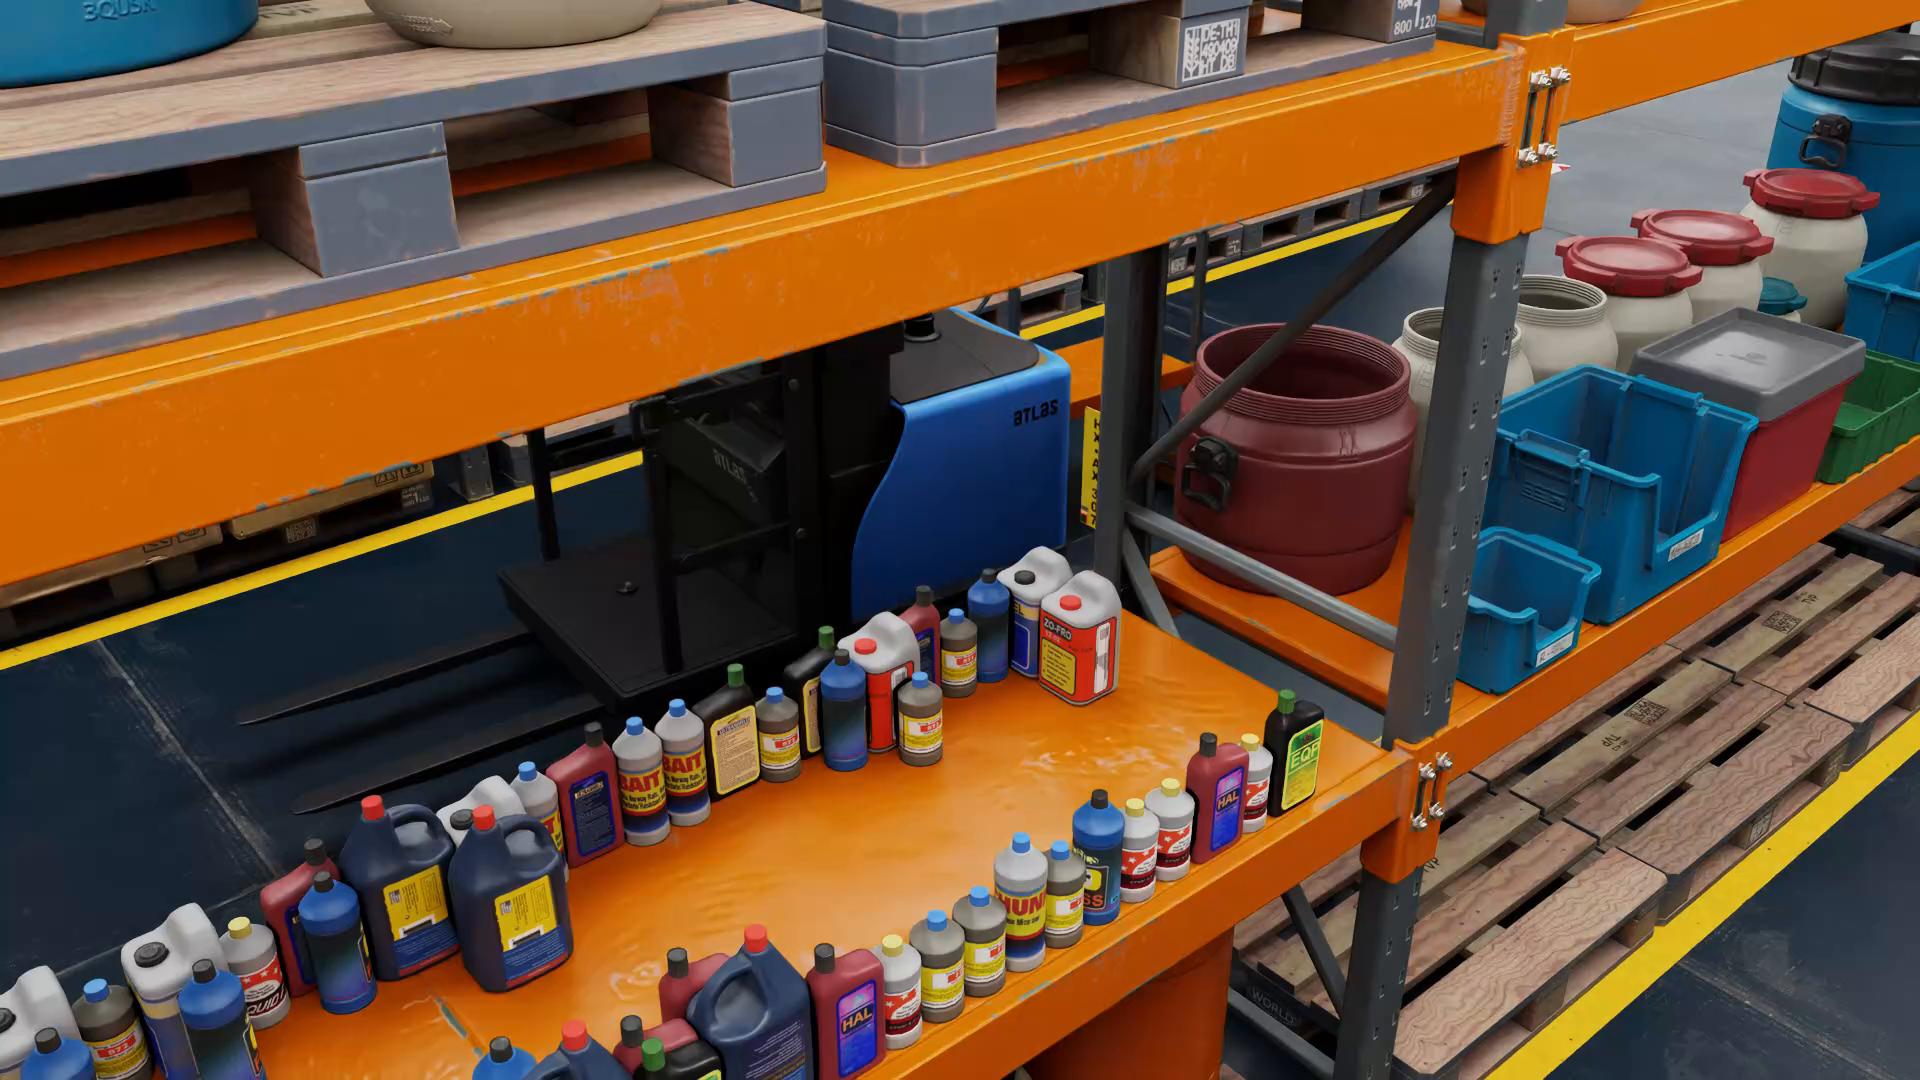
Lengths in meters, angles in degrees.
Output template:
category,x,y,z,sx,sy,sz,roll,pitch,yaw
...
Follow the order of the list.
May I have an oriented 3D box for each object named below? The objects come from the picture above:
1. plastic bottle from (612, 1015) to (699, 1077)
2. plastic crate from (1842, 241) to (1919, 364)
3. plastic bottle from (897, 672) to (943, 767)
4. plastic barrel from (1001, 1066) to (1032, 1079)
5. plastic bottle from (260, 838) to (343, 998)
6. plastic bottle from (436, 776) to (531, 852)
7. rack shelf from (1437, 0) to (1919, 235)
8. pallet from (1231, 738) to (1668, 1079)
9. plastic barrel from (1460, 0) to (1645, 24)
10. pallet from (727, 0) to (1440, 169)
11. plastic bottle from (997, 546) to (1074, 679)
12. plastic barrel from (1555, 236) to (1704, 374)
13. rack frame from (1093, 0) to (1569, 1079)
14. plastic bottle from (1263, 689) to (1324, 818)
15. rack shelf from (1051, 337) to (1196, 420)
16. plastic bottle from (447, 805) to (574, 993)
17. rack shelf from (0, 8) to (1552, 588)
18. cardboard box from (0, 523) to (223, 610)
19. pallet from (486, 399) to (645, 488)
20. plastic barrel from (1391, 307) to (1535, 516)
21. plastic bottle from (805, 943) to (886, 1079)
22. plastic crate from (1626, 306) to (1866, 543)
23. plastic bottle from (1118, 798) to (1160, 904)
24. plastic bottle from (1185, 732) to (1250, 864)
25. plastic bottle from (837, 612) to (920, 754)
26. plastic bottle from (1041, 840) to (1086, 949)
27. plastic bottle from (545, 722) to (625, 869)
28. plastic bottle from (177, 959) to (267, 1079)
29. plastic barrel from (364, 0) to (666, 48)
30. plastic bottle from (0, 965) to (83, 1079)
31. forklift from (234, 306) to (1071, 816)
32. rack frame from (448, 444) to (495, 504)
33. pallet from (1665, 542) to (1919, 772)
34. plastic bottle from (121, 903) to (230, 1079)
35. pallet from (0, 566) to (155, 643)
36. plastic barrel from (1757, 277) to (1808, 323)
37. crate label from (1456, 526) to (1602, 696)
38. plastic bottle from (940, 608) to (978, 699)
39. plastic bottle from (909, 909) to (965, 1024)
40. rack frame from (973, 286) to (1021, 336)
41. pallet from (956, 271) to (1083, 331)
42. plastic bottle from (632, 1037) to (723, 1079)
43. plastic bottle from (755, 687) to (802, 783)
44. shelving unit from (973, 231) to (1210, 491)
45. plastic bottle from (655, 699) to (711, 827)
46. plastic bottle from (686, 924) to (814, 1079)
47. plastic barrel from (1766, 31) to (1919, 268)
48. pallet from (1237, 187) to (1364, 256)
category,x,y,z,sx,sy,sz,roll,pitch,yaw
plastic bottle,-0.471,0.846,2.609,0.133,0.283,0.061,-22,35,-35
plastic crate,3.116,-0.675,5.348,0.575,0.384,0.392,-22,35,-35
plastic bottle,-0.085,0.377,3.573,0.097,0.201,0.097,0,28,0
plastic barrel,-0.022,1.365,3.708,0.421,0.512,0.421,0,28,0
plastic bottle,-1.156,0.666,2.946,0.133,0.283,0.061,-22,35,-35
plastic bottle,-0.884,0.588,3.099,0.135,0.276,0.152,-22,35,-35
rack shelf,2.232,-1.525,4.502,4.000,0.370,1.077,-22,35,-35
pallet,1.325,1.099,4.969,1.213,0.211,1.003,-22,35,-35
plastic barrel,1.146,-1.265,3.134,0.421,0.512,0.421,0,28,0
pallet,0.065,-0.948,2.860,1.213,0.211,1.003,-22,35,-35
plastic bottle,0.171,0.163,3.893,0.135,0.276,0.152,-22,35,-35
plastic barrel,1.996,-0.620,5.084,0.433,0.535,0.433,0,28,0
rack frame,0.710,0.092,3.895,0.127,3.000,1.000,-22,35,-35
plastic bottle,0.680,0.420,3.405,0.133,0.283,0.061,-22,35,-35
rack shelf,0.488,-0.657,7.269,1.000,0.185,0.538,-19,34,-32
plastic bottle,-0.807,0.616,2.968,0.185,0.351,0.144,-22,35,-35
rack shelf,-0.811,-0.302,2.213,4.000,0.370,1.077,-22,35,-35
cardboard box,-3.726,-0.458,6.734,0.875,0.875,1.225,-22,35,-35
pallet,-1.909,-0.692,8.322,1.213,0.211,1.003,-22,35,-35
plastic barrel,1.354,-0.348,4.601,0.421,0.512,0.421,0,28,0
plastic bottle,-0.190,0.770,2.750,0.133,0.283,0.061,-22,35,-35
plastic crate,2.138,-0.321,4.599,0.583,0.464,0.402,-22,35,-35
plastic bottle,0.330,0.586,3.182,0.097,0.201,0.097,0,28,0
plastic bottle,0.504,0.491,3.272,0.133,0.283,0.061,-22,35,-35
plastic bottle,-0.180,0.305,3.628,0.135,0.276,0.152,-22,35,-35
plastic bottle,0.182,0.645,3.071,0.097,0.201,0.097,0,28,0
plastic bottle,-0.737,0.497,3.261,0.133,0.283,0.061,-22,35,-35
plastic bottle,-1.207,0.797,2.712,0.097,0.271,0.097,0,28,0
plastic barrel,-0.540,-0.879,1.941,0.433,0.535,0.433,0,28,0
plastic bottle,-1.479,0.827,2.652,0.135,0.276,0.152,-22,35,-35
forklift,-1.054,-0.791,5.620,3.031,2.935,1.130,-19,34,-32
rack frame,-2.504,-1.684,7.218,0.127,3.000,1.000,-22,35,-35
pallet,3.181,0.353,6.366,1.213,0.211,1.003,-22,35,-35
plastic bottle,-1.302,0.756,2.784,0.135,0.276,0.152,-22,35,-35
pallet,-4.081,0.132,6.780,1.213,0.211,1.003,-22,35,-35
plastic barrel,2.647,-0.721,5.562,0.301,0.262,0.301,0,28,0
crate label,1.274,0.172,3.924,0.416,0.233,0.303,-22,35,-35
plastic bottle,-0.009,0.252,3.807,0.097,0.201,0.097,0,28,0
plastic bottle,-0.040,0.735,2.904,0.097,0.201,0.097,0,28,0
rack frame,0.079,-0.673,6.918,0.032,1.500,0.500,-19,34,-32
pallet,-0.053,-1.439,9.718,1.213,0.211,1.003,-22,35,-35
plastic bottle,-0.432,0.867,2.568,0.133,0.283,0.061,-22,35,-35
plastic bottle,-0.388,0.404,3.522,0.097,0.201,0.097,0,28,0
shelving unit,0.481,-0.813,7.179,1.083,1.500,0.587,-19,34,-32
plastic bottle,-0.564,0.444,3.373,0.097,0.271,0.097,0,28,0
plastic bottle,-0.338,0.774,2.671,0.185,0.351,0.144,-22,35,-35
plastic barrel,3.263,-1.343,6.049,0.708,0.901,0.600,-22,35,-35
pallet,1.955,-2.271,11.275,1.213,0.211,1.003,-22,35,-35
